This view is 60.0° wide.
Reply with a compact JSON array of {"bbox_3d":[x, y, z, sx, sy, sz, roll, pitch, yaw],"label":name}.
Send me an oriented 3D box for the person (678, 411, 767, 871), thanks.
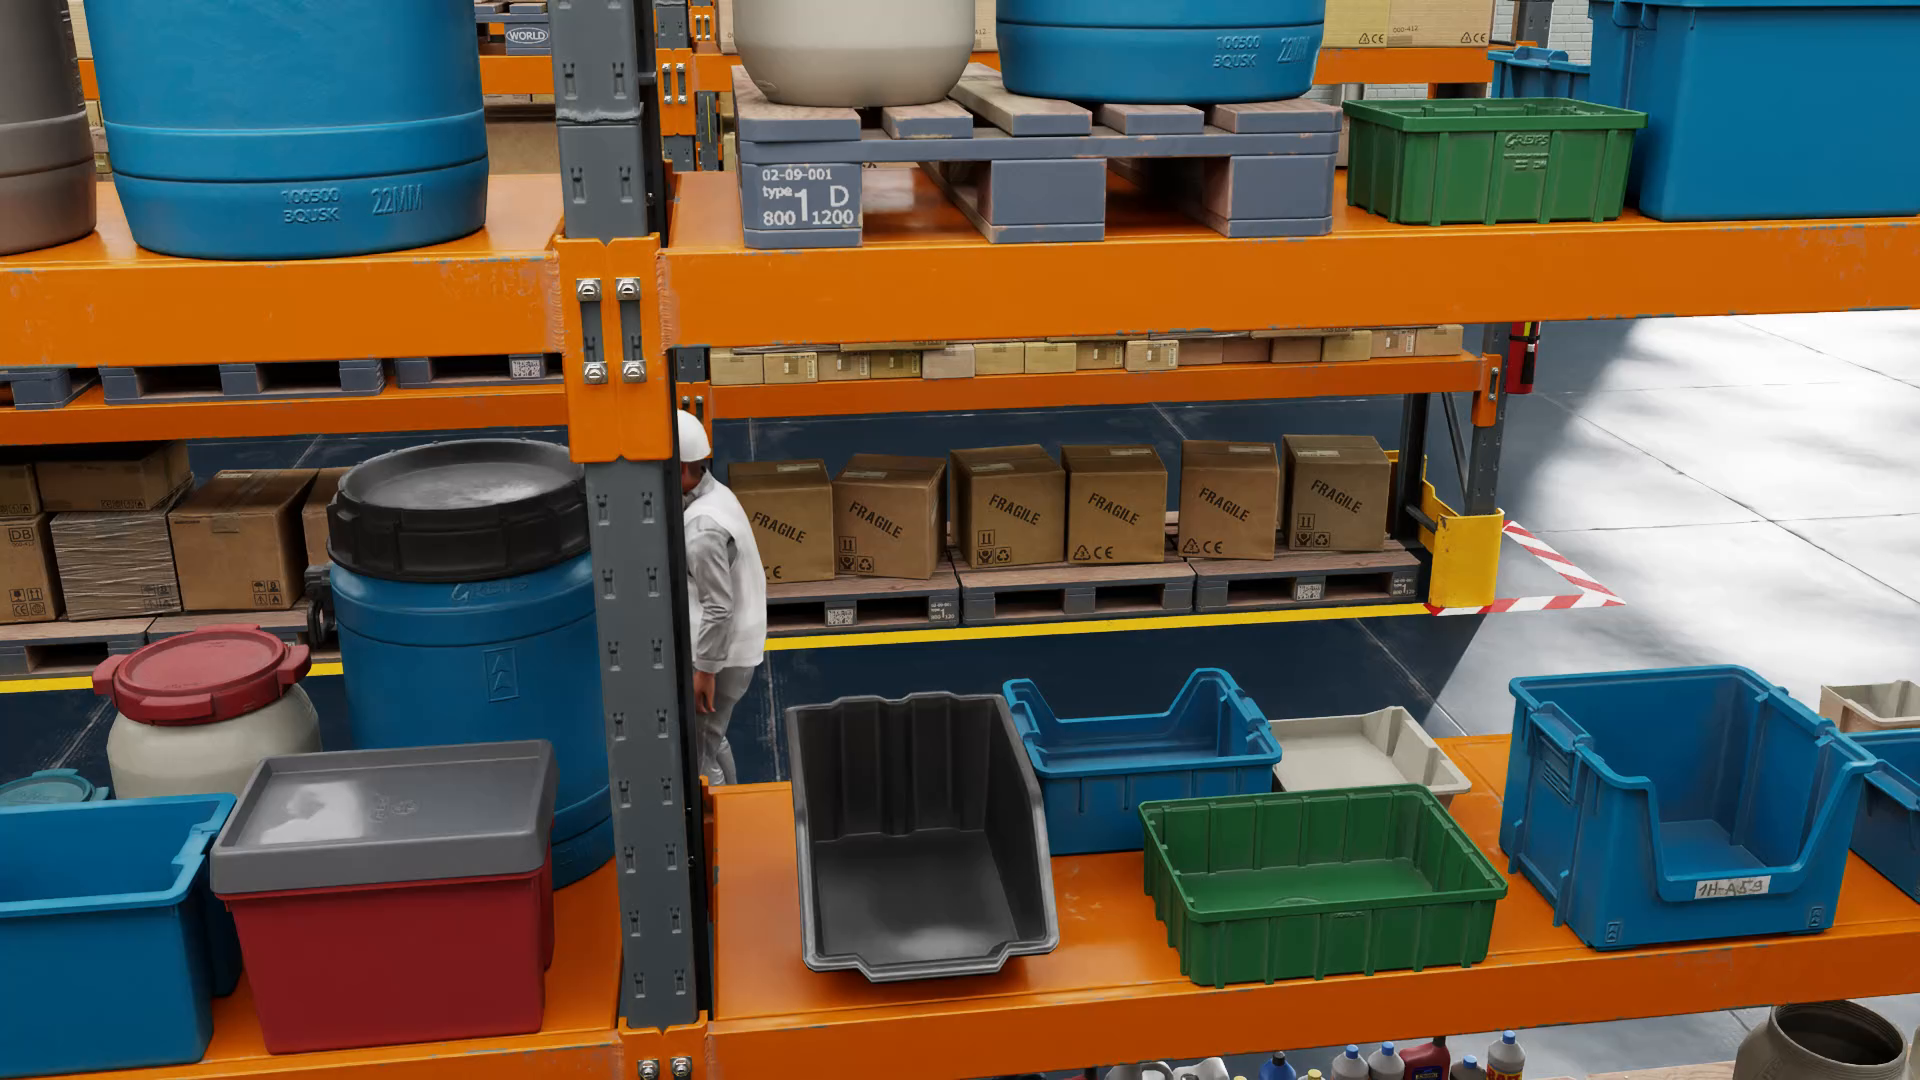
[{"bbox_3d":[-0.926,0.386,5.968,0.475,1.769,0.579,-4,20,-10],"label":"person"}]
